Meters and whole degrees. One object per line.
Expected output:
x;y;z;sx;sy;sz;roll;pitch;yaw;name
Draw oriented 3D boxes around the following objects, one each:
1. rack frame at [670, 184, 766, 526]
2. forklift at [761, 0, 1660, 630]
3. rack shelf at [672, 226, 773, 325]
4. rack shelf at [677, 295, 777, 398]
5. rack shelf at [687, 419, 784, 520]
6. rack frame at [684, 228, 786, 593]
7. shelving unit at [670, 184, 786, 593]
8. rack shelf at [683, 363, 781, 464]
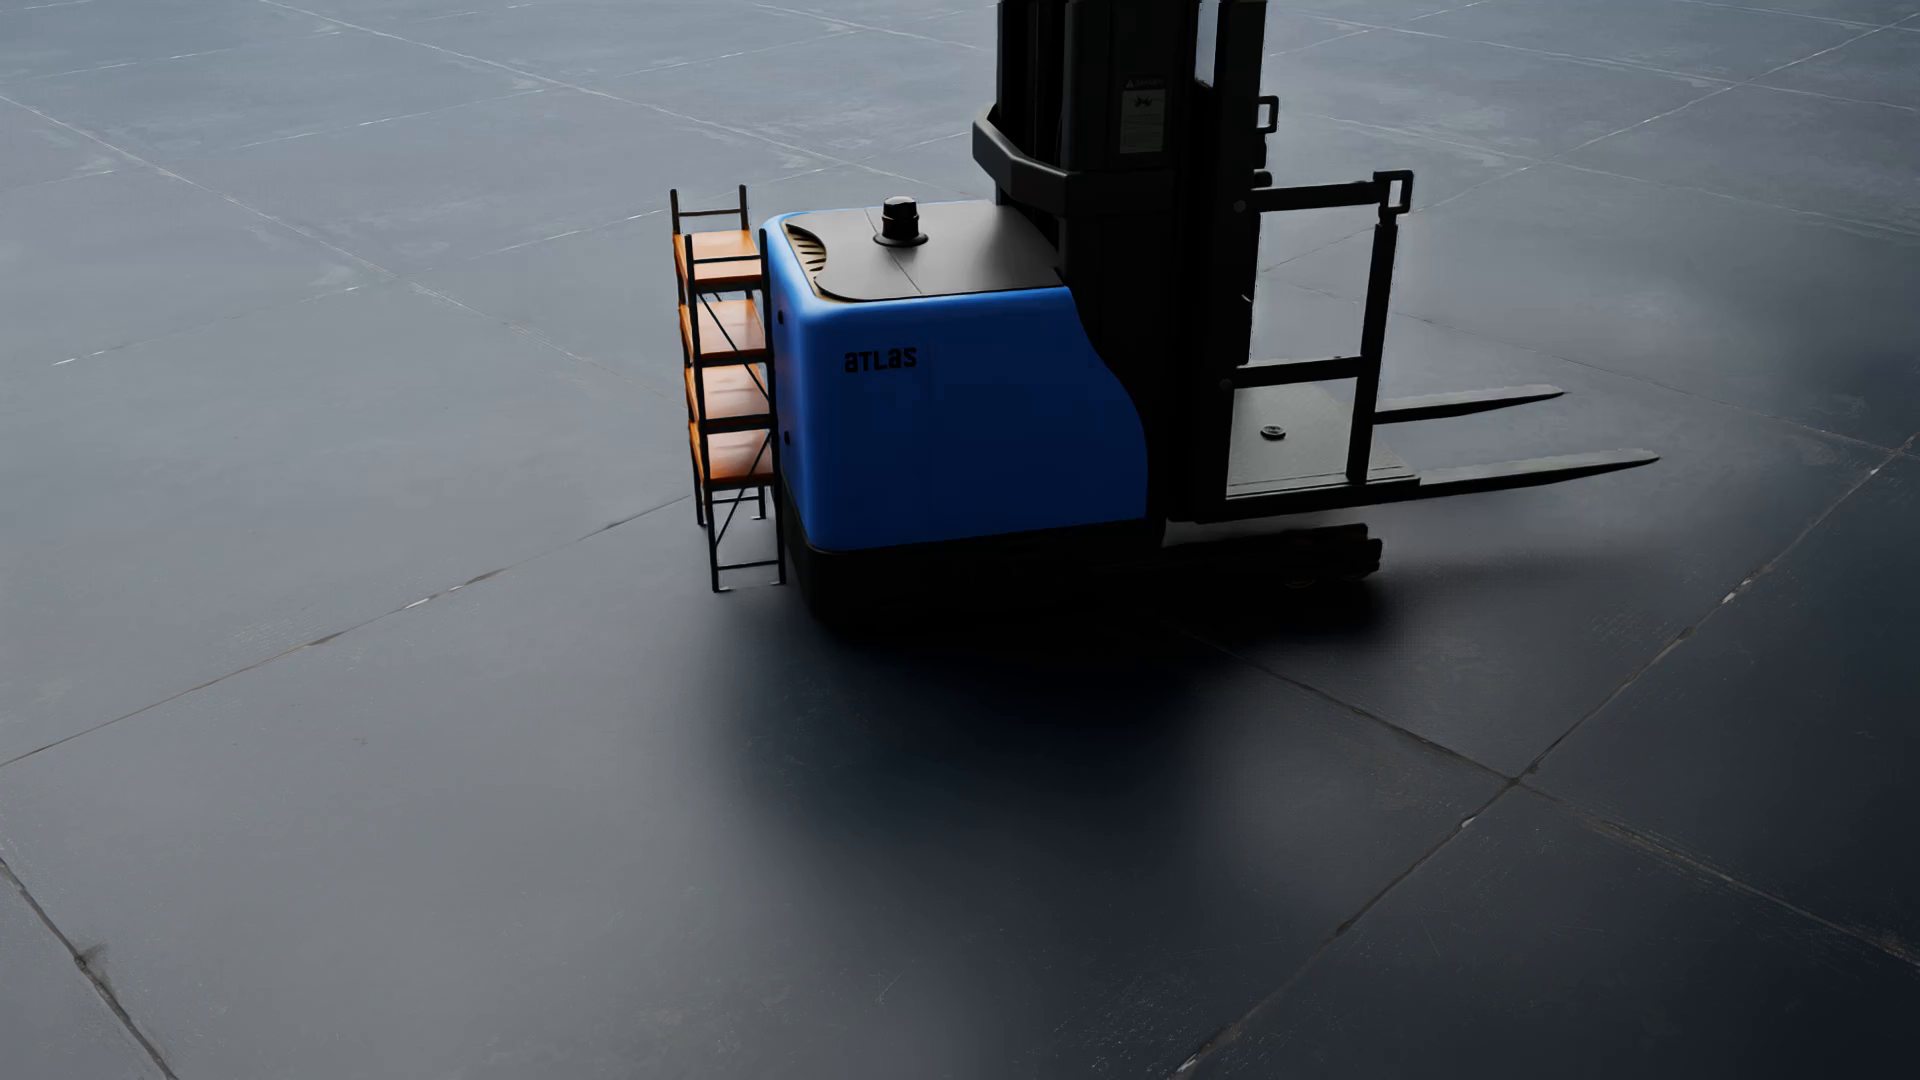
-0.806;-0.596;5.595;0.240;1.200;0.015;-6;28;-12;rack frame
0.901;-1.371;5.209;3.031;2.935;1.130;-6;28;-12;forklift
-0.748;-0.834;5.202;0.258;0.148;0.480;-6;28;-12;rack shelf
-0.748;-0.624;5.312;0.258;0.148;0.480;-6;28;-12;rack shelf
-0.748;-0.251;5.508;0.258;0.148;0.480;-6;28;-12;rack shelf
-0.690;-0.376;5.175;0.240;1.200;0.015;-6;28;-12;rack frame
-0.748;-0.486;5.385;0.258;1.200;0.503;-6;28;-12;shelving unit
-0.748;-0.426;5.416;0.258;0.148;0.480;-6;28;-12;rack shelf
